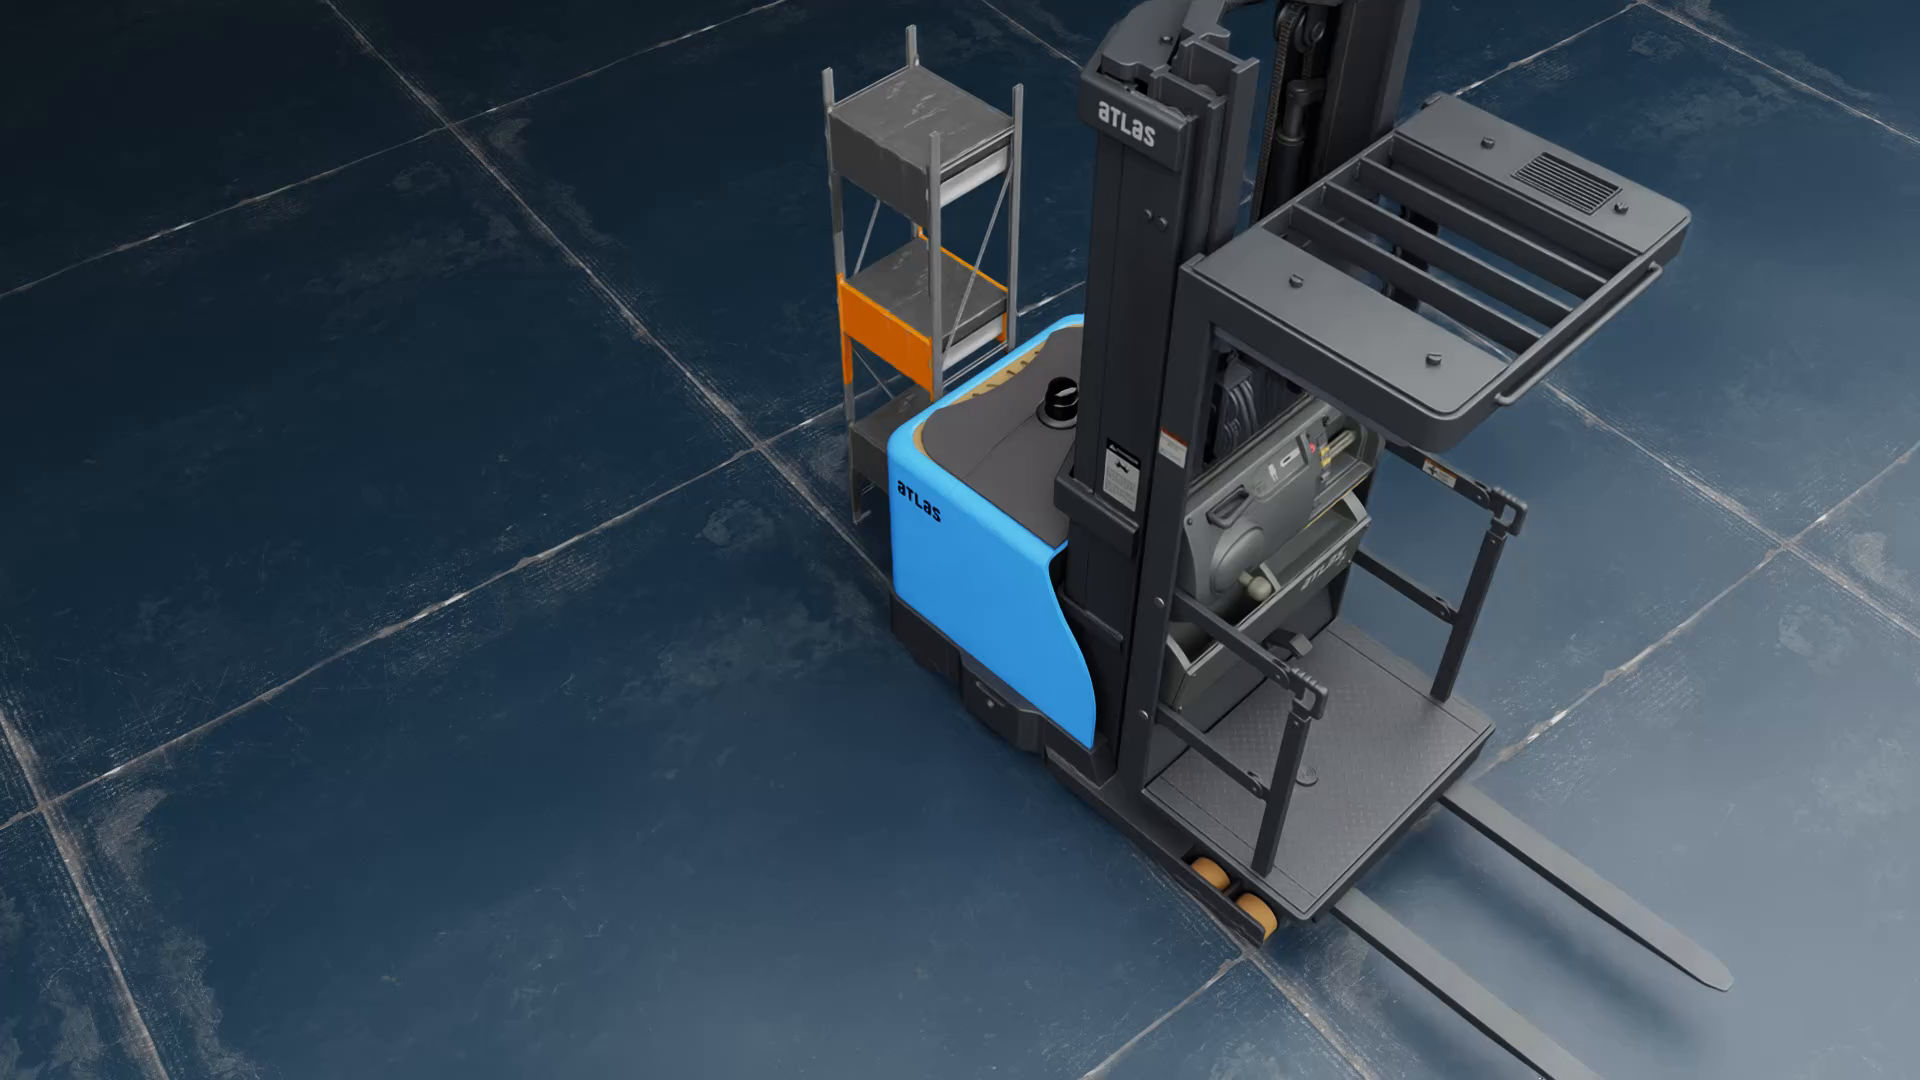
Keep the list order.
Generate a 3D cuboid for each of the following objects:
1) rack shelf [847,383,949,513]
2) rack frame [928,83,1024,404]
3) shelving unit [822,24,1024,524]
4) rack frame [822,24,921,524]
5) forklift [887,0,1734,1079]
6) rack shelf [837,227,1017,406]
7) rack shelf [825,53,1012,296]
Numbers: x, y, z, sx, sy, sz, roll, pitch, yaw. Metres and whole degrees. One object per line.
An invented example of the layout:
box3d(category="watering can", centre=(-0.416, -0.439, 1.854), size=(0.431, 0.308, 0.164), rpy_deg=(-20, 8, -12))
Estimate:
box3d(category="rack shelf", centre=(-0.119, -0.269, 6.538), size=(0.431, 0.518, 0.480), rpy_deg=(-36, 57, -28))
box3d(category="rack frame", centre=(0.052, -0.619, 5.893), size=(0.400, 2.100, 0.015), rpy_deg=(-36, 57, -28))
box3d(category="shelving unit", centre=(-0.119, -0.748, 6.010), size=(0.431, 2.100, 0.503), rpy_deg=(-36, 57, -28))
box3d(category="rack frame", centre=(-0.290, -0.877, 6.126), size=(0.400, 2.100, 0.015), rpy_deg=(-36, 57, -28))
box3d(category="forklift", centre=(1.127, -0.085, 4.848), size=(1.130, 2.935, 3.031), rpy_deg=(-36, 57, -28))
box3d(category="rack shelf", centre=(-0.119, -0.739, 6.020), size=(0.431, 0.518, 0.480), rpy_deg=(-36, 57, -28))
box3d(category="rack shelf", centre=(-0.119, -1.209, 5.501), size=(0.431, 0.518, 0.480), rpy_deg=(-36, 57, -28))
